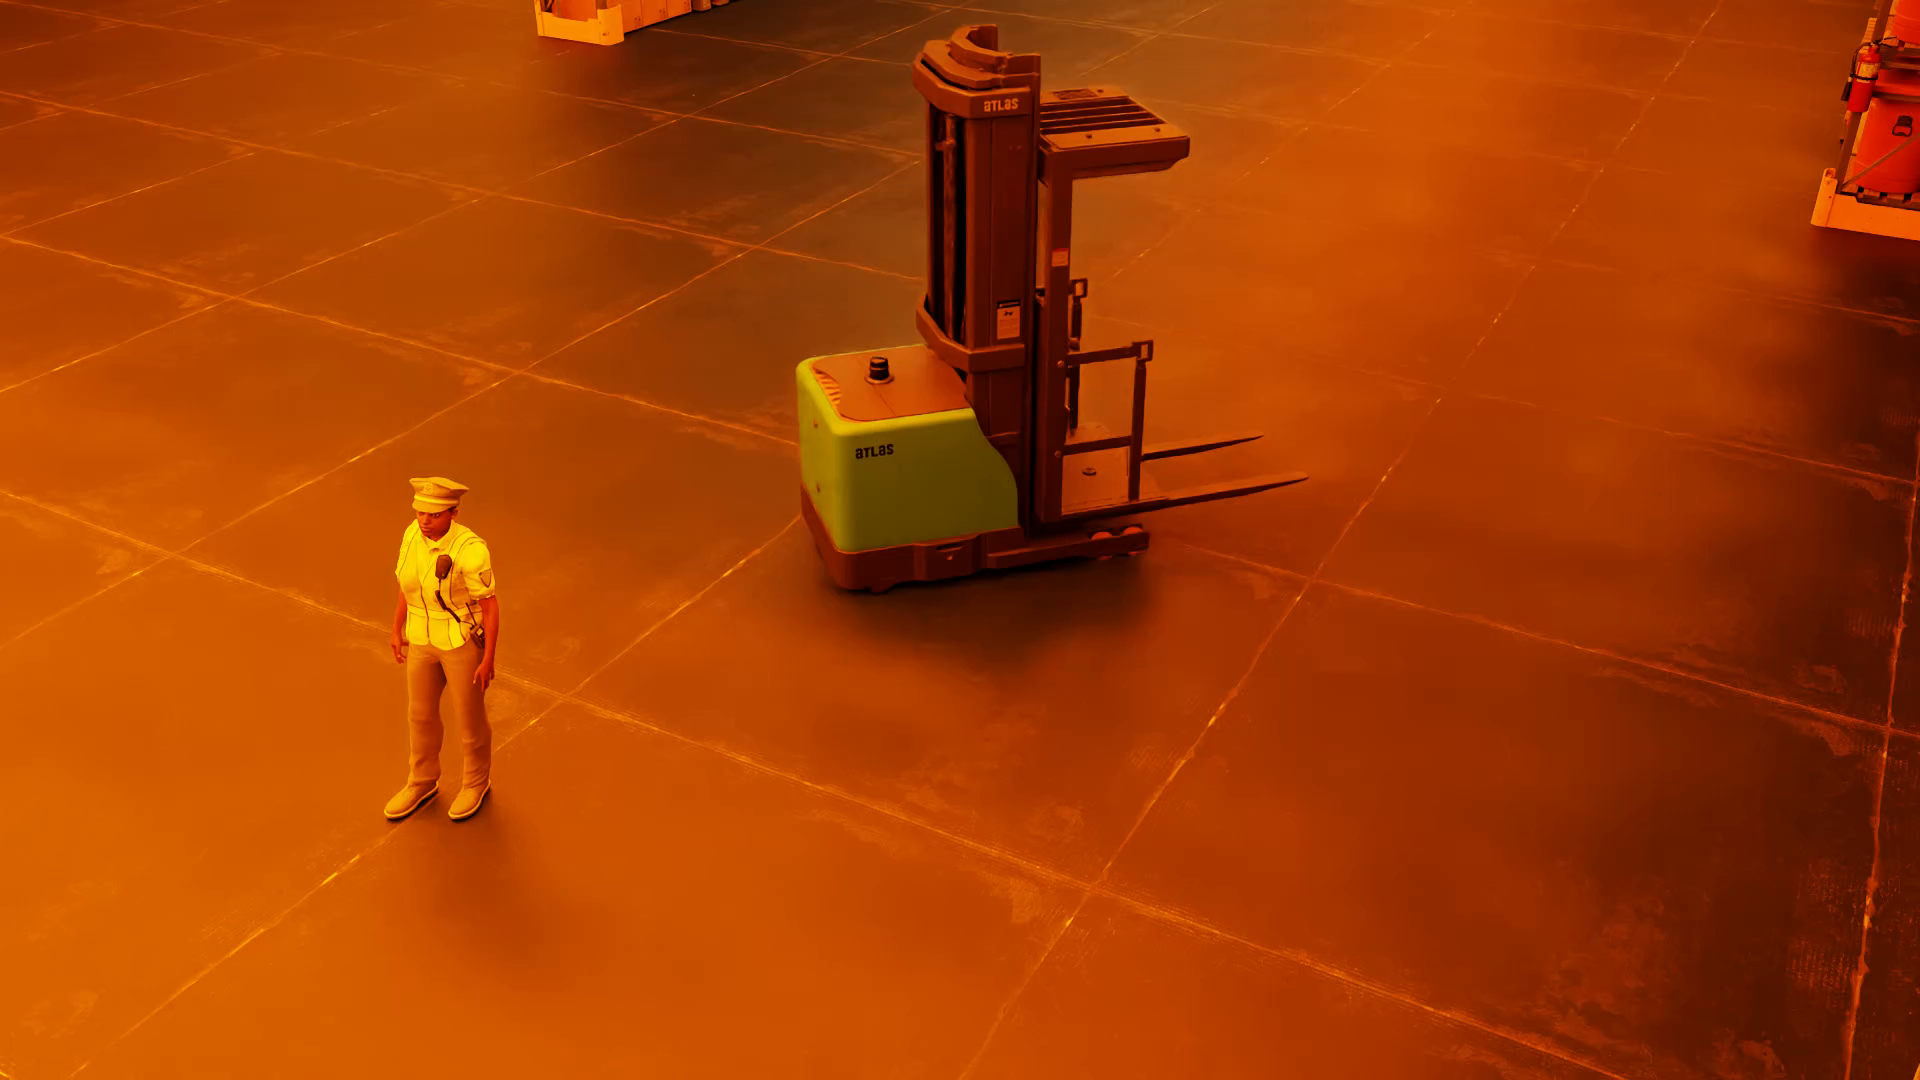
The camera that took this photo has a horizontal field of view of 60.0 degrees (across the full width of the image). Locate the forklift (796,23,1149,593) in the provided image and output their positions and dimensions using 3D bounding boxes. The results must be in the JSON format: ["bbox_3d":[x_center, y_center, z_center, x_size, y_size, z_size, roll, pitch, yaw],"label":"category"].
[{"bbox_3d":[0.607,-1.392,9.482,3.031,2.935,1.130,-9,31,-15],"label":"forklift"}]

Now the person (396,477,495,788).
[{"bbox_3d":[-2.311,0.431,7.480,0.510,1.628,0.394,12,32,19],"label":"person"}]
